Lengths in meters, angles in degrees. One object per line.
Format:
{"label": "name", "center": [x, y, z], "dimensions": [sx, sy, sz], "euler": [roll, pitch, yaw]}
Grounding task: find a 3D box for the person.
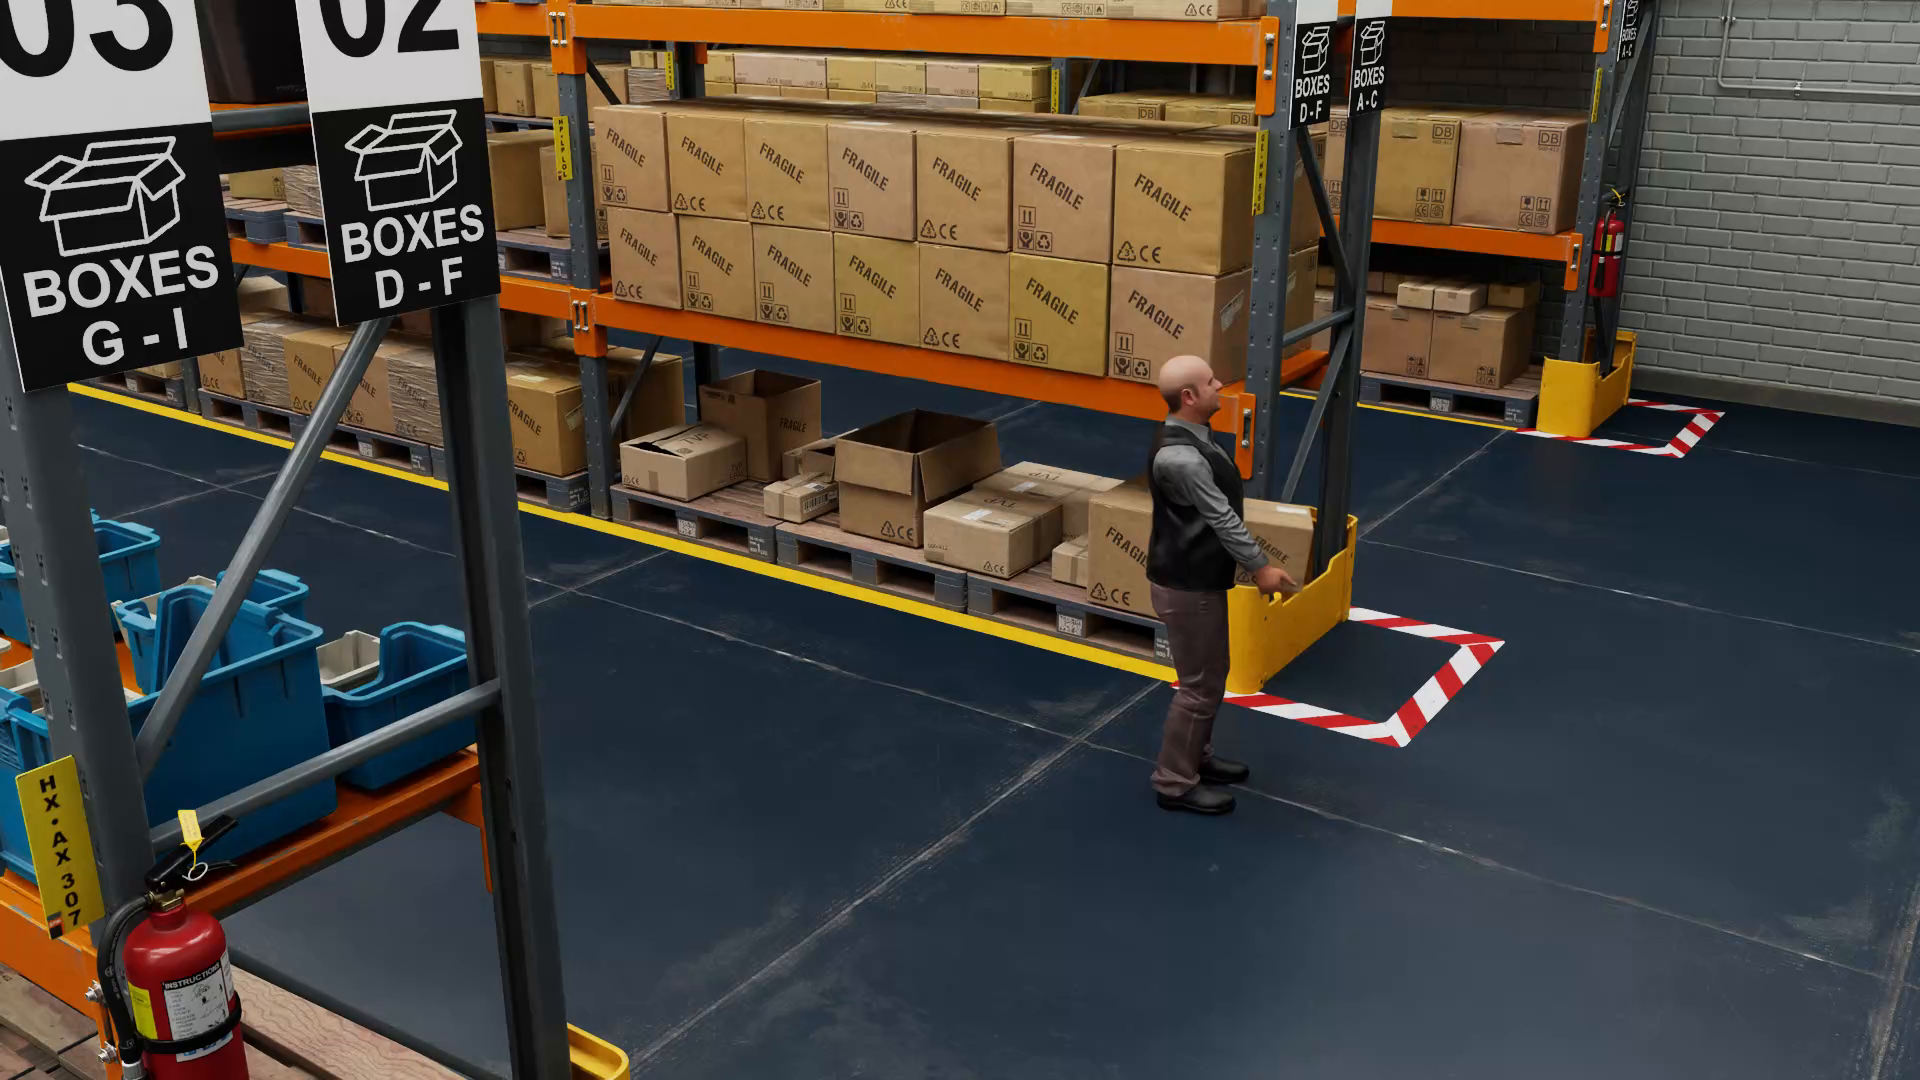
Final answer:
{"label": "person", "center": [0.956, 0.160, 6.173], "dimensions": [0.551, 1.711, 0.494], "euler": [3, 20, 7]}
